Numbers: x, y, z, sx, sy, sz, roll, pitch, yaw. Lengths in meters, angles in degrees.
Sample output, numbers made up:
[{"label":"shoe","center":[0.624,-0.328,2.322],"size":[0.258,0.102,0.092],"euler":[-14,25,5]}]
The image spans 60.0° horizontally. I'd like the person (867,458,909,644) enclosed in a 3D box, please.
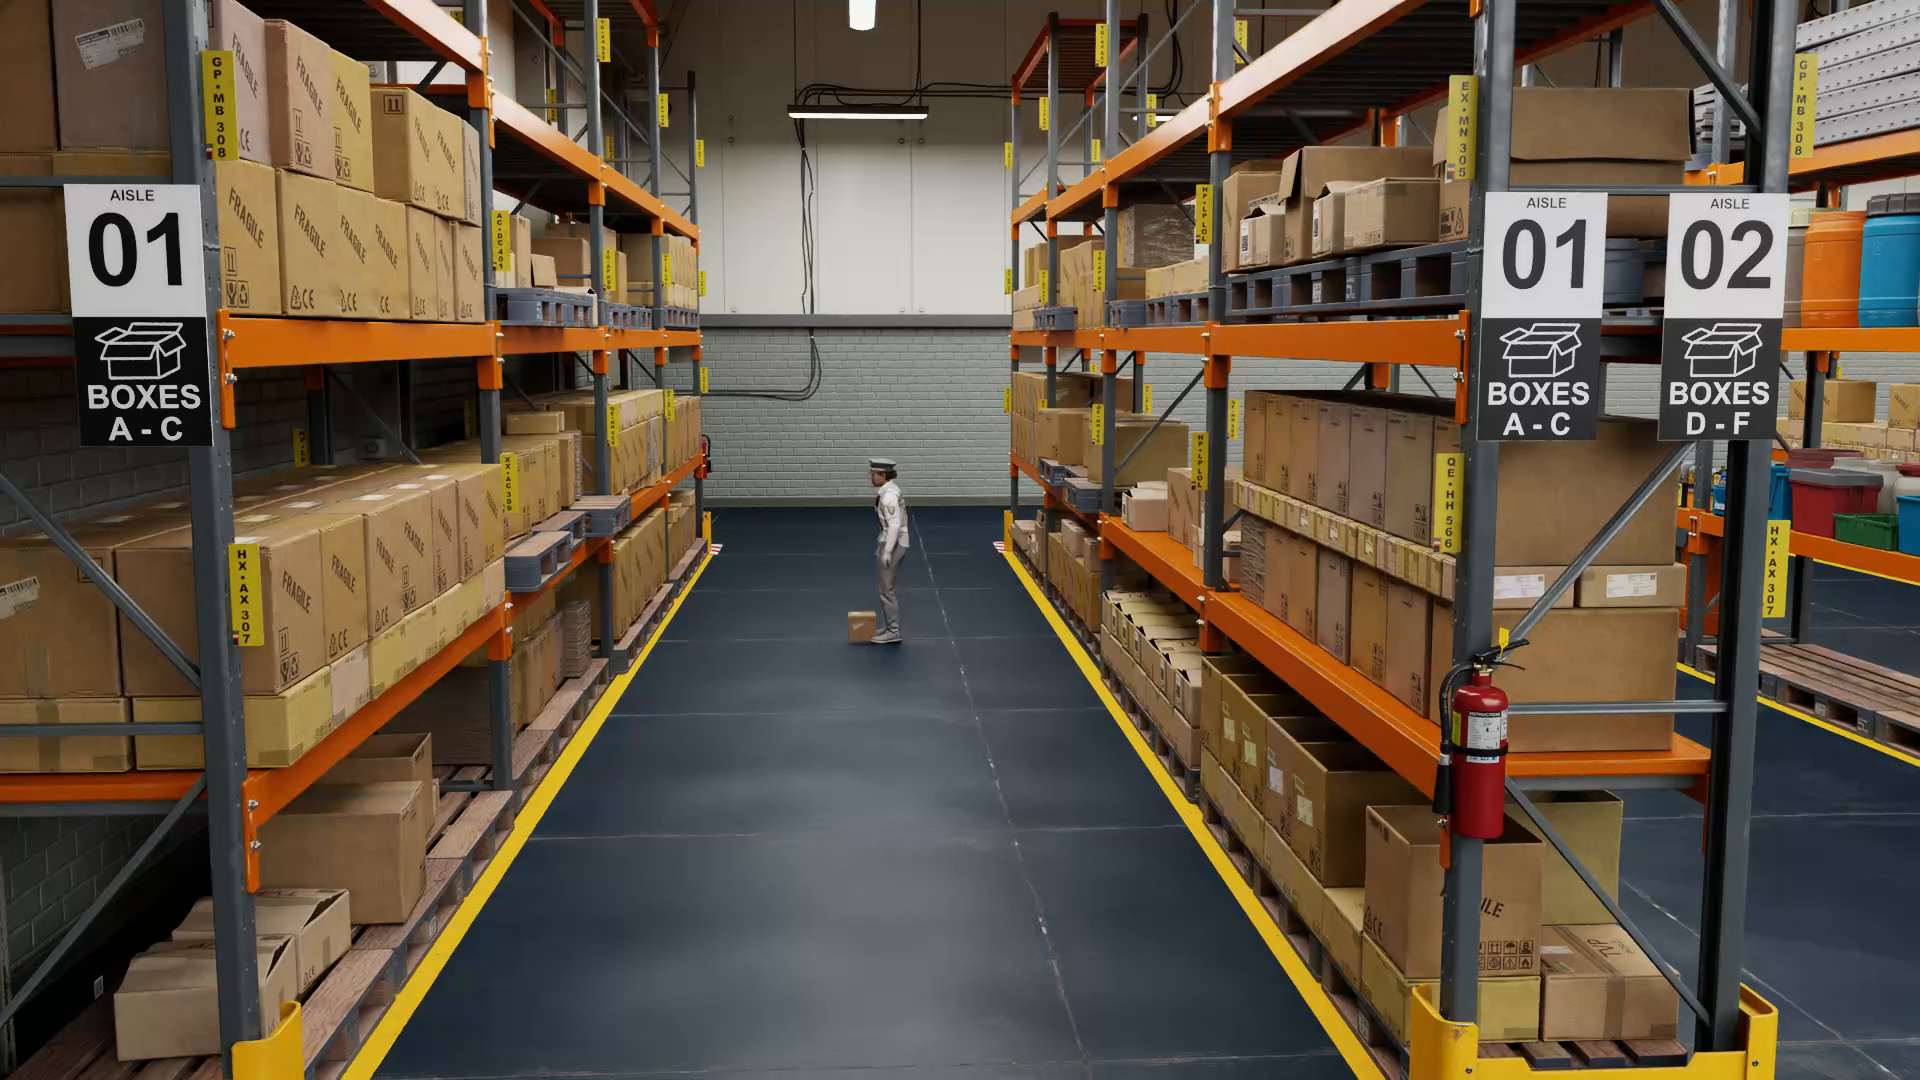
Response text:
[{"label":"person","center":[-0.647,0.089,15.011],"size":[0.373,1.662,0.523],"euler":[-1,7,-6]}]
